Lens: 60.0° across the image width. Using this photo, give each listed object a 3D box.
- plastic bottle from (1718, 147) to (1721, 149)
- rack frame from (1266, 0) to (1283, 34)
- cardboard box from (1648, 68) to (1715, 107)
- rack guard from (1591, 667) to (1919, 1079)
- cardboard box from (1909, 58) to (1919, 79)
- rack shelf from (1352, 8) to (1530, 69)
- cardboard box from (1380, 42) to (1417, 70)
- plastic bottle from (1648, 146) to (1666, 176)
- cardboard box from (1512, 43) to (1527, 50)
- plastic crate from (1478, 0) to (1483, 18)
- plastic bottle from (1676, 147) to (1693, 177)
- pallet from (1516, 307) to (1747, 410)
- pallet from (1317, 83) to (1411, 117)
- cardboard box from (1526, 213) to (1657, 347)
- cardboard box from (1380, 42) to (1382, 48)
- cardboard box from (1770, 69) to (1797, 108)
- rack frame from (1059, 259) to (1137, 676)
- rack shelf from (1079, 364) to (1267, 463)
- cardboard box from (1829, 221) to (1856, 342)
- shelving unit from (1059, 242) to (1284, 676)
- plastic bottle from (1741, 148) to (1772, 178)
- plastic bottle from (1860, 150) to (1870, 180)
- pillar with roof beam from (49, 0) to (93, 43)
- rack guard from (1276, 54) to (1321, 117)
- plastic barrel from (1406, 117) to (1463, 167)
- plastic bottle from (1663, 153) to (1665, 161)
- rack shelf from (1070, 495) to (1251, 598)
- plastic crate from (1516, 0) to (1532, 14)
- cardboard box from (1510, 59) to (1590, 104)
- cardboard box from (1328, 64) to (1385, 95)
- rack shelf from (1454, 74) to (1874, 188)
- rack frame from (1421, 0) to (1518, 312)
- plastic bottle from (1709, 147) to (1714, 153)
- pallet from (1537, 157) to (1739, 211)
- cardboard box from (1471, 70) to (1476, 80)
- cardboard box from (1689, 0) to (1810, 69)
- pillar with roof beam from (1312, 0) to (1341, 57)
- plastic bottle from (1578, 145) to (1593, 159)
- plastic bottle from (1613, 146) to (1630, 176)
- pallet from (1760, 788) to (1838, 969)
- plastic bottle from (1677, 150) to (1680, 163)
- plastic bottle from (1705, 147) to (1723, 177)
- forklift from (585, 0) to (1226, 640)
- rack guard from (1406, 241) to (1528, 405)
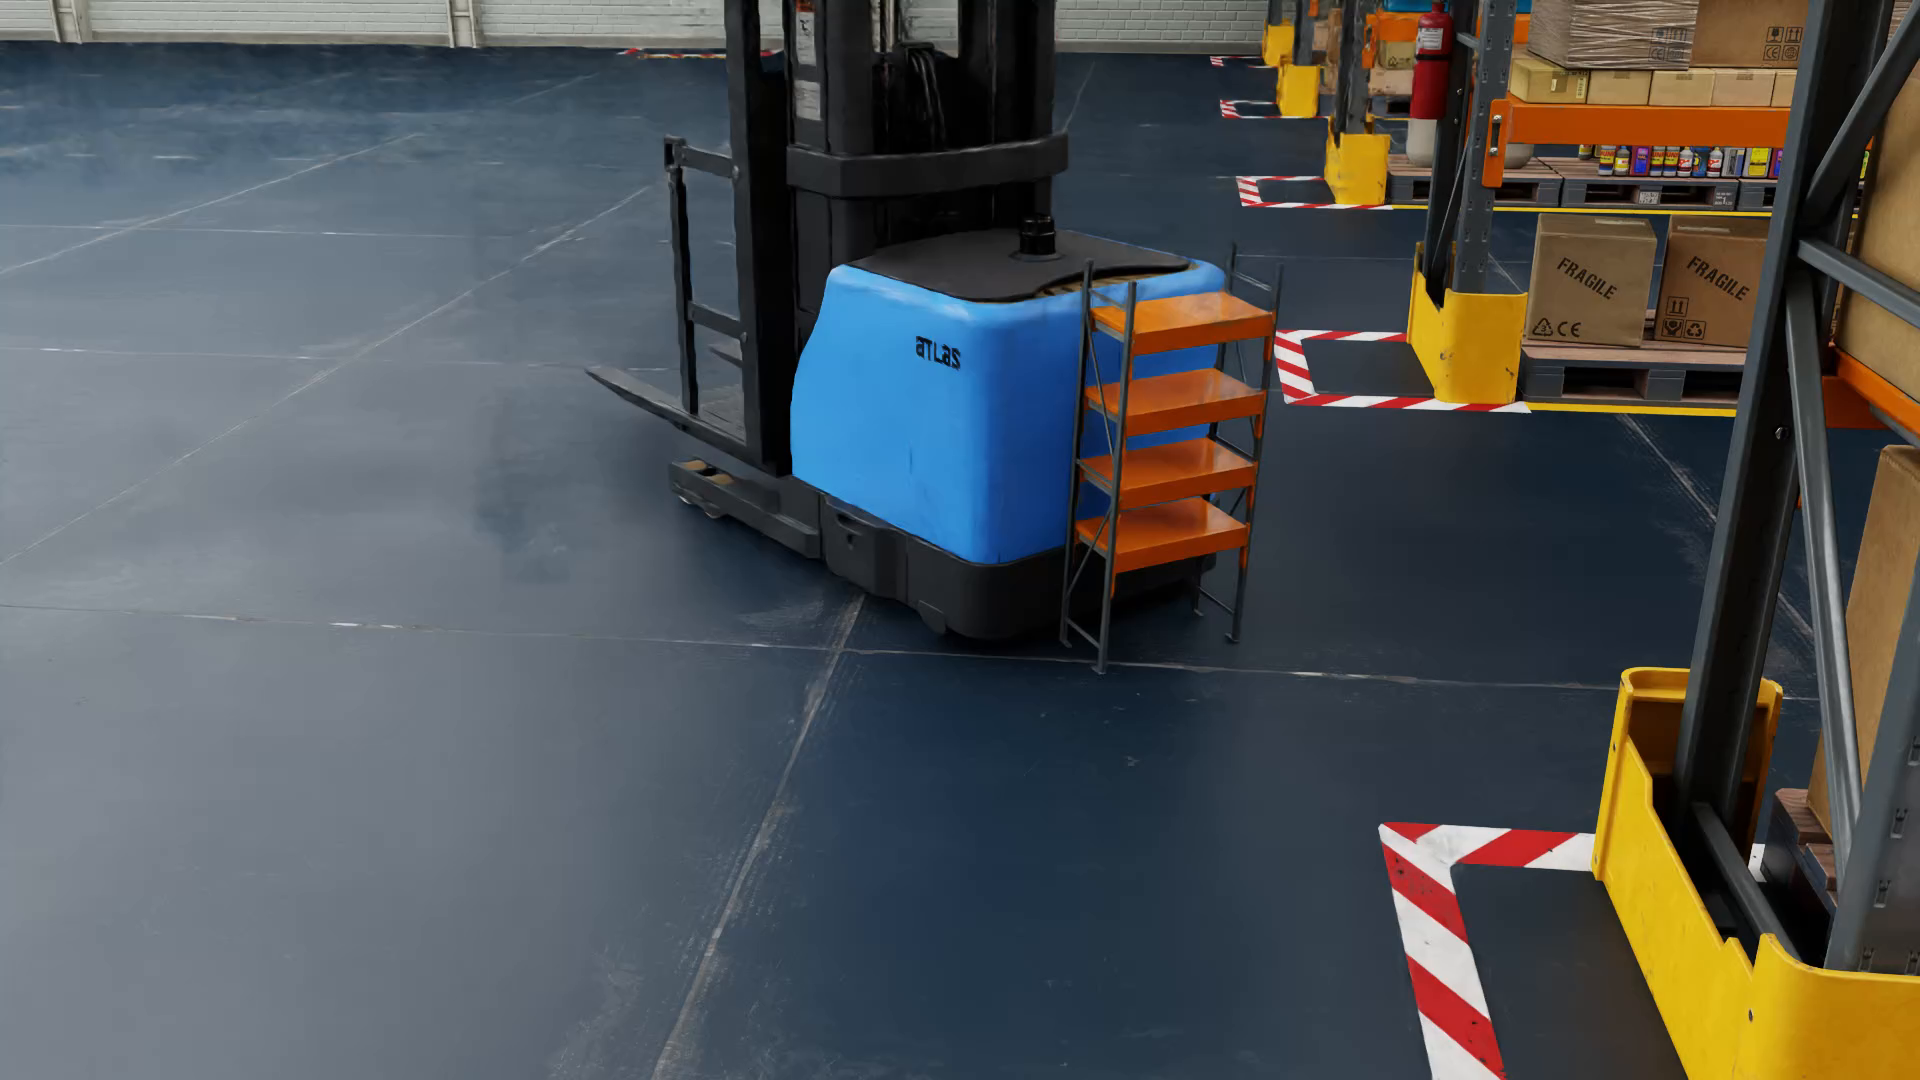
[{"bbox_3d":[5.545,-2.793,12.020,0.133,0.283,0.061,2,22,6],"label":"plastic bottle"},{"bbox_3d":[4.073,-7.649,21.208,0.127,3.000,1.000,2,22,6],"label":"rack frame"},{"bbox_3d":[3.072,-1.973,7.193,0.250,0.149,0.380,2,22,6],"label":"cardboard box"},{"bbox_3d":[1.616,0.744,3.377,0.348,0.500,1.175,2,22,6],"label":"rack guard"},{"bbox_3d":[2.004,-0.959,2.612,0.550,0.550,0.875,2,22,6],"label":"cardboard box"},{"bbox_3d":[4.893,-3.611,11.972,4.000,0.370,1.077,2,22,6],"label":"rack shelf"},{"bbox_3d":[4.497,-4.980,16.606,0.500,0.500,0.500,2,22,6],"label":"cardboard box"},{"bbox_3d":[5.011,-2.761,11.955,0.097,0.271,0.097,0,22,0],"label":"plastic bottle"},{"bbox_3d":[5.489,-4.935,16.492,0.500,0.500,0.500,2,22,6],"label":"cardboard box"},{"bbox_3d":[3.758,-3.753,11.712,0.250,0.136,0.298,2,22,6],"label":"plastic crate"},{"bbox_3d":[5.209,-2.720,11.947,0.097,0.201,0.097,0,22,0],"label":"plastic bottle"},{"bbox_3d":[3.202,-0.875,7.867,1.213,0.211,1.003,2,22,6],"label":"pallet"},{"bbox_3d":[4.258,-4.526,17.100,1.213,0.211,1.003,2,22,6],"label":"pallet"},{"bbox_3d":[2.942,-1.223,7.783,0.500,0.500,0.500,7,23,16],"label":"cardboard box"},{"bbox_3d":[5.316,-6.516,21.400,0.500,0.311,0.500,4,22,11],"label":"cardboard box"},{"bbox_3d":[3.570,-1.957,7.151,0.250,0.149,0.380,2,22,6],"label":"cardboard box"},{"bbox_3d":[0.388,-0.187,4.758,0.015,1.200,0.240,-11,28,-26],"label":"rack frame"},{"bbox_3d":[0.609,-0.371,4.797,0.480,0.148,0.258,-11,28,-26],"label":"rack shelf"},{"bbox_3d":[4.159,-1.176,7.663,0.500,0.500,0.500,5,22,11],"label":"cardboard box"},{"bbox_3d":[0.603,-0.230,4.864,0.503,1.200,0.258,-11,28,-26],"label":"shelving unit"},{"bbox_3d":[5.694,-2.777,11.887,0.185,0.351,0.144,2,22,6],"label":"plastic bottle"},{"bbox_3d":[6.363,-2.701,11.787,0.133,0.283,0.061,4,22,9],"label":"plastic bottle"},{"bbox_3d":[-13.512,-9.932,18.821,0.400,9.000,9.100,2,22,6],"label":"pillar with roof beam"},{"bbox_3d":[3.470,-4.679,17.095,0.348,0.500,1.175,2,22,6],"label":"rack guard"},{"bbox_3d":[3.570,-3.070,12.437,0.421,0.512,0.421,0,22,0],"label":"plastic barrel"},{"bbox_3d":[5.332,-3.053,12.586,0.185,0.351,0.144,3,22,9],"label":"plastic bottle"},{"bbox_3d":[0.594,0.011,4.978,0.480,0.148,0.258,-11,28,-26],"label":"rack shelf"},{"bbox_3d":[4.083,-4.020,12.231,0.408,0.251,0.499,2,22,6],"label":"plastic crate"},{"bbox_3d":[2.579,-2.007,7.279,0.250,0.149,0.380,2,22,6],"label":"cardboard box"},{"bbox_3d":[4.000,-4.652,16.797,0.500,0.250,0.500,2,22,6],"label":"cardboard box"},{"bbox_3d":[4.310,-1.803,7.398,4.000,0.370,1.077,2,22,6],"label":"rack shelf"},{"bbox_3d":[2.324,-2.224,7.484,0.127,3.000,1.000,2,22,6],"label":"rack frame"},{"bbox_3d":[5.661,-2.978,12.599,0.097,0.201,0.097,0,22,0],"label":"plastic bottle"},{"bbox_3d":[5.002,-2.658,12.377,1.213,0.211,1.003,2,22,6],"label":"pallet"},{"bbox_3d":[4.993,-4.610,16.690,0.500,0.250,0.500,2,22,6],"label":"cardboard box"},{"bbox_3d":[3.378,-2.397,7.382,0.500,0.500,0.875,2,22,6],"label":"cardboard box"},{"bbox_3d":[4.363,-9.153,16.851,0.400,9.000,9.100,2,22,6],"label":"pillar with roof beam"},{"bbox_3d":[4.782,-3.016,12.696,0.097,0.201,0.097,0,22,0],"label":"plastic bottle"},{"bbox_3d":[4.774,-2.739,11.995,0.097,0.201,0.097,0,22,0],"label":"plastic bottle"},{"bbox_3d":[2.443,0.886,3.412,1.213,0.211,1.003,2,22,6],"label":"pallet"},{"bbox_3d":[5.361,-2.937,12.497,0.097,0.201,0.097,0,22,0],"label":"plastic bottle"},{"bbox_3d":[5.413,-2.711,11.924,0.097,0.201,0.097,0,22,0],"label":"plastic bottle"},{"bbox_3d":[-0.443,-1.539,5.845,1.130,2.935,3.031,-16,27,-35],"label":"forklift"},{"bbox_3d":[2.400,-1.058,7.936,0.348,0.500,1.175,2,22,6],"label":"rack guard"}]
